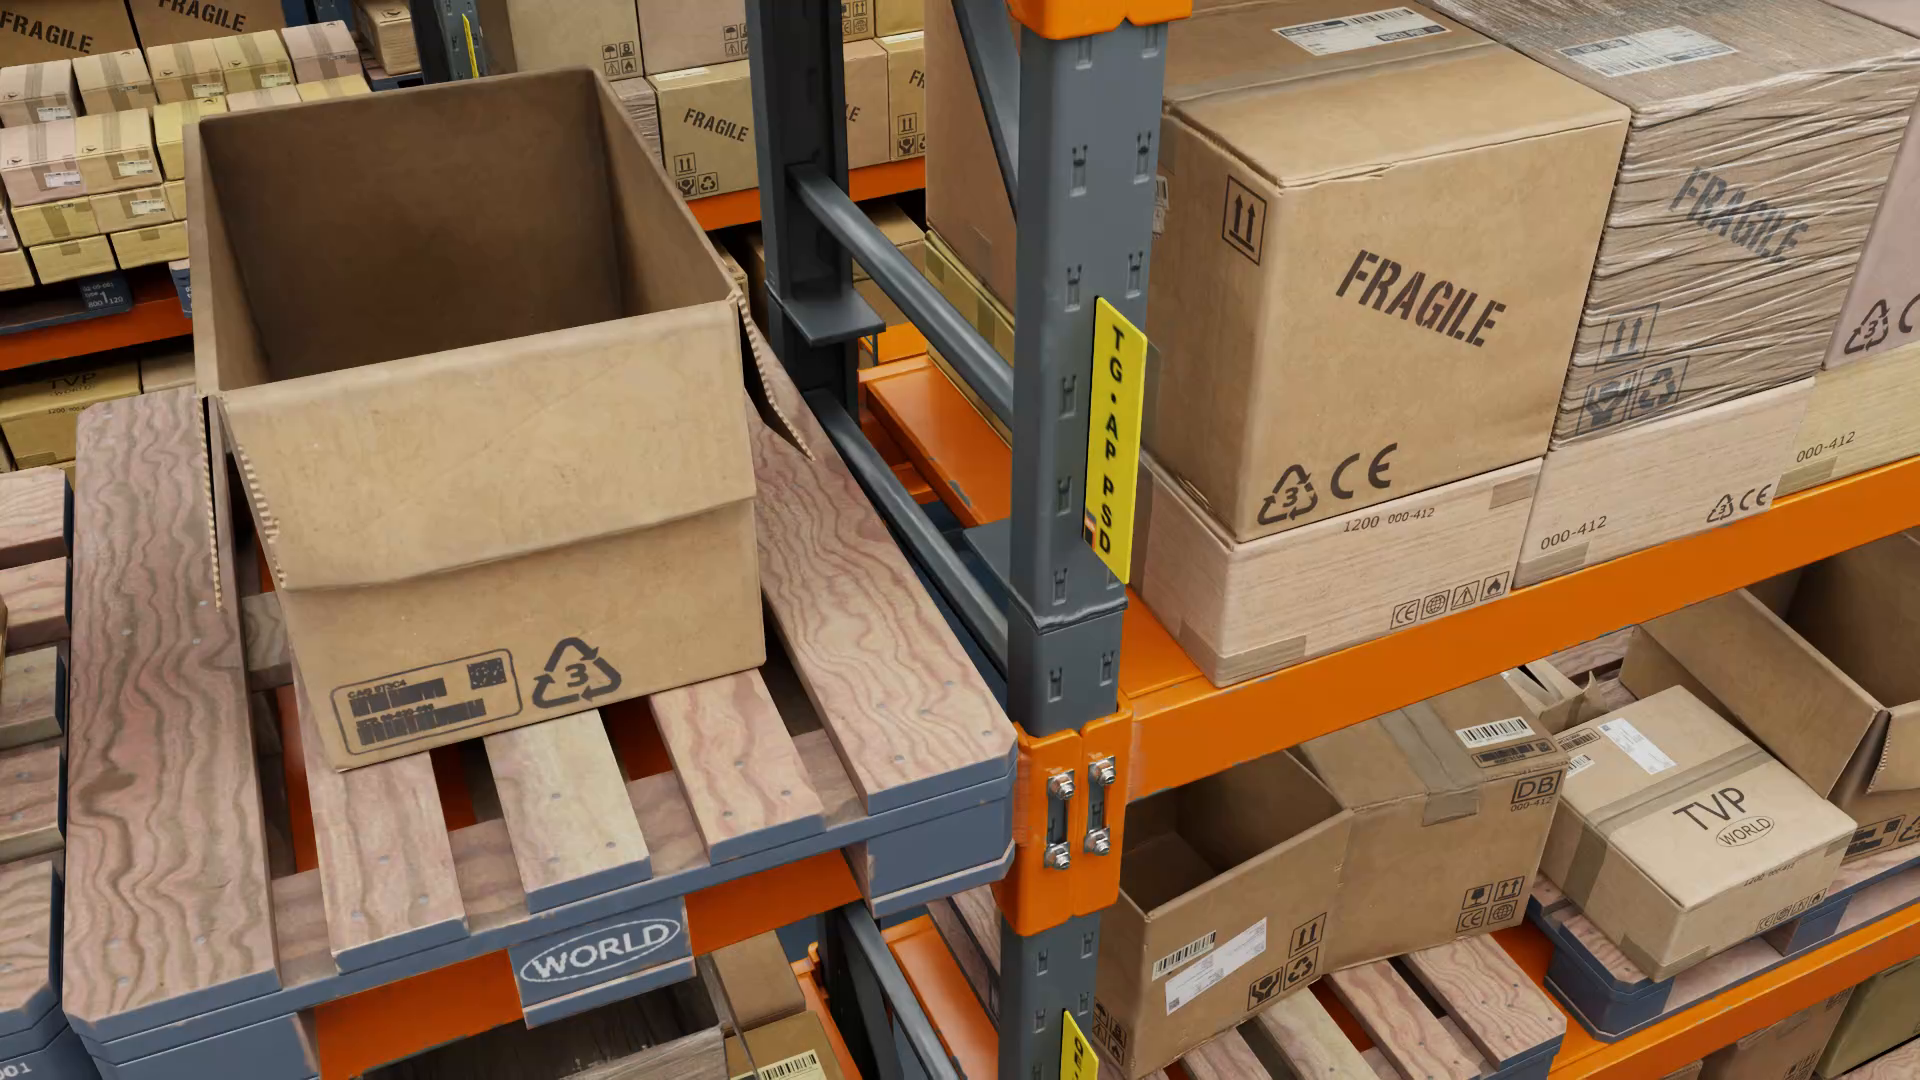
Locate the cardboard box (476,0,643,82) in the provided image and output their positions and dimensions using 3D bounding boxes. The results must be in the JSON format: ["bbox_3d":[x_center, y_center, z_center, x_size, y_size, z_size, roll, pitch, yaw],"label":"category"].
[{"bbox_3d":[-1.663,-2.213,6.792,0.500,0.500,0.700,-16,39,-20],"label":"cardboard box"}]

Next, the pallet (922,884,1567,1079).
[{"bbox_3d":[0.542,0.877,3.711,1.003,0.211,1.213,-16,39,-20],"label":"pallet"}]

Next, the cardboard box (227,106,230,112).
[{"bbox_3d":[-2.841,-1.766,6.722,0.250,0.149,0.380,-14,39,-18],"label":"cardboard box"}]

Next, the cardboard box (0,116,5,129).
[{"bbox_3d":[-3.763,-1.623,6.280,0.250,0.149,0.380,-14,39,-19],"label":"cardboard box"}]

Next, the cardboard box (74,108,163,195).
[{"bbox_3d":[-3.028,-1.400,5.978,0.250,0.149,0.380,-14,39,-19],"label":"cardboard box"}]

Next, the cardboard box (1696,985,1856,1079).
[{"bbox_3d":[2.053,1.249,4.777,0.500,0.500,0.700,-19,41,-24],"label":"cardboard box"}]

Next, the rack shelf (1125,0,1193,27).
[{"bbox_3d":[1.753,-1.429,2.562,4.000,0.370,1.077,-16,39,-20],"label":"rack shelf"}]

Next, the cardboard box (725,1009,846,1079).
[{"bbox_3d":[-0.399,1.256,2.955,0.500,0.500,0.500,-14,39,-19],"label":"cardboard box"}]

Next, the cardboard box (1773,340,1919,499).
[{"bbox_3d":[1.402,-0.354,2.817,0.500,0.250,0.500,-15,39,-19],"label":"cardboard box"}]

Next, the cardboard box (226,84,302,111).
[{"bbox_3d":[-2.551,-1.536,6.162,0.250,0.149,0.380,-16,39,-20],"label":"cardboard box"}]

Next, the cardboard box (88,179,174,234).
[{"bbox_3d":[-3.032,-1.280,6.066,0.250,0.149,0.380,-16,39,-20],"label":"cardboard box"}]

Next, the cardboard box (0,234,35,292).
[{"bbox_3d":[-3.488,-1.036,5.987,0.250,0.149,0.380,-14,39,-19],"label":"cardboard box"}]

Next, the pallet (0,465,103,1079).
[{"bbox_3d":[-1.629,0.385,1.854,1.213,0.211,1.003,-14,39,-18],"label":"pallet"}]

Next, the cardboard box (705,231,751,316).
[{"bbox_3d":[-1.484,-1.033,7.661,0.750,0.750,1.050,-16,40,-21],"label":"cardboard box"}]

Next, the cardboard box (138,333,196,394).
[{"bbox_3d":[-3.034,-0.680,6.766,0.500,0.250,0.500,-15,39,-19],"label":"cardboard box"}]

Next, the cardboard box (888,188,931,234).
[{"bbox_3d":[0.149,-1.493,8.280,0.750,0.750,1.050,-16,39,-20],"label":"cardboard box"}]

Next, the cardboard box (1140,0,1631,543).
[{"bbox_3d":[0.477,-0.388,2.234,0.500,0.500,0.500,-15,39,-20],"label":"cardboard box"}]

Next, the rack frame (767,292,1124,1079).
[{"bbox_3d":[-0.057,1.038,3.333,0.127,3.000,1.000,-16,39,-20],"label":"rack frame"}]

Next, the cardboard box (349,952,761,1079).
[{"bbox_3d":[-0.726,0.771,2.767,0.637,0.503,0.797,-14,39,-18],"label":"cardboard box"}]

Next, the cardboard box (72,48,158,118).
[{"bbox_3d":[-3.280,-1.761,6.465,0.250,0.149,0.380,-17,40,-22],"label":"cardboard box"}]

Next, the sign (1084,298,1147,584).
[{"bbox_3d":[0.171,-0.105,1.856,0.005,0.325,0.100,-16,39,-20],"label":"sign"}]

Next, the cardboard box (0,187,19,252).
[{"bbox_3d":[-3.494,-1.152,5.894,0.250,0.149,0.380,-15,39,-19],"label":"cardboard box"}]

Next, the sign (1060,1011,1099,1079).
[{"bbox_3d":[0.181,0.871,2.586,0.005,0.325,0.100,-16,39,-20],"label":"sign"}]

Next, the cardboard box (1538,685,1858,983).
[{"bbox_3d":[1.558,0.629,3.657,0.500,0.250,0.500,-17,40,-21],"label":"cardboard box"}]

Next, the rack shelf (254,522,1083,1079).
[{"bbox_3d":[-1.868,0.628,1.971,4.000,0.370,1.077,-16,39,-20],"label":"rack shelf"}]

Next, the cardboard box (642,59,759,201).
[{"bbox_3d":[-1.093,-1.801,7.077,0.500,0.500,0.500,-16,39,-20],"label":"cardboard box"}]

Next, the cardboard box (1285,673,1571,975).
[{"bbox_3d":[0.877,0.475,3.655,0.500,0.500,0.700,-10,38,-13],"label":"cardboard box"}]

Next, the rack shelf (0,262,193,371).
[{"bbox_3d":[-3.884,-0.868,6.506,4.000,0.370,1.077,-16,39,-20],"label":"rack shelf"}]

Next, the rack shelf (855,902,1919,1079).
[{"bbox_3d":[1.753,0.820,4.230,4.000,0.370,1.077,-16,39,-20],"label":"rack shelf"}]

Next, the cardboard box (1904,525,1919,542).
[{"bbox_3d":[2.785,-0.259,4.225,1.000,1.000,1.000,-15,39,-20],"label":"cardboard box"}]

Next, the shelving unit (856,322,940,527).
[{"bbox_3d":[-0.150,-0.440,6.836,0.503,1.200,0.258,-16,39,-20],"label":"shelving unit"}]

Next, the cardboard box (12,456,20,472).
[{"bbox_3d":[-3.966,-0.134,6.658,0.500,0.500,0.500,-15,39,-19],"label":"cardboard box"}]

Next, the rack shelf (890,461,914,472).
[{"bbox_3d":[-0.150,-0.386,6.876,0.480,0.148,0.258,-16,39,-20],"label":"rack shelf"}]

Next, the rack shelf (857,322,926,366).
[{"bbox_3d":[-0.150,-0.756,6.602,0.480,0.148,0.258,-16,39,-20],"label":"rack shelf"}]

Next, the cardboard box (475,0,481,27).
[{"bbox_3d":[-3.088,-3.749,11.639,0.625,0.372,0.950,-16,40,-21],"label":"cardboard box"}]

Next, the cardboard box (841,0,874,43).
[{"bbox_3d":[-0.742,-2.473,7.142,0.500,0.500,0.700,-16,40,-21],"label":"cardboard box"}]

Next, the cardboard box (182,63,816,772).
[{"bbox_3d":[-0.579,-0.184,2.023,0.637,0.503,0.797,-13,39,-17],"label":"cardboard box"}]

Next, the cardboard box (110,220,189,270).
[{"bbox_3d":[-3.010,-1.169,6.167,0.250,0.149,0.380,-16,40,-21],"label":"cardboard box"}]

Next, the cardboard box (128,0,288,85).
[{"bbox_3d":[-4.929,-3.492,10.871,0.875,0.875,0.875,-16,39,-20],"label":"cardboard box"}]

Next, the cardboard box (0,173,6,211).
[{"bbox_3d":[-3.494,-1.272,5.806,0.250,0.149,0.380,-14,39,-18],"label":"cardboard box"}]

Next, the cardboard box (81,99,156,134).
[{"bbox_3d":[-3.309,-1.633,6.542,0.250,0.149,0.380,-15,39,-20],"label":"cardboard box"}]

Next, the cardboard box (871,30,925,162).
[{"bbox_3d":[-0.184,-2.053,7.417,0.500,0.500,0.500,-16,39,-20],"label":"cardboard box"}]

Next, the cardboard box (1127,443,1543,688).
[{"bbox_3d":[0.476,-0.089,2.459,0.500,0.250,0.500,-15,39,-19],"label":"cardboard box"}]

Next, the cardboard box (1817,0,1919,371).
[{"bbox_3d":[1.390,-0.646,2.581,0.500,0.500,0.500,-17,40,-21],"label":"cardboard box"}]

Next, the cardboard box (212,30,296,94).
[{"bbox_3d":[-2.816,-1.887,6.636,0.250,0.149,0.380,-17,40,-21],"label":"cardboard box"}]

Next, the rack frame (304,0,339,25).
[{"bbox_3d":[-4.268,-4.307,10.538,0.127,3.000,1.000,-16,39,-20],"label":"rack frame"}]

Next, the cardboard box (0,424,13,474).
[{"bbox_3d":[-3.969,-0.424,6.419,0.500,0.250,0.500,-14,39,-18],"label":"cardboard box"}]

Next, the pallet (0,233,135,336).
[{"bbox_3d":[-3.848,-1.063,6.326,1.213,0.211,1.003,-16,39,-20],"label":"pallet"}]

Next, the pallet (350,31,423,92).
[{"bbox_3d":[-3.560,-3.384,11.635,1.213,0.211,1.003,-16,39,-20],"label":"pallet"}]
